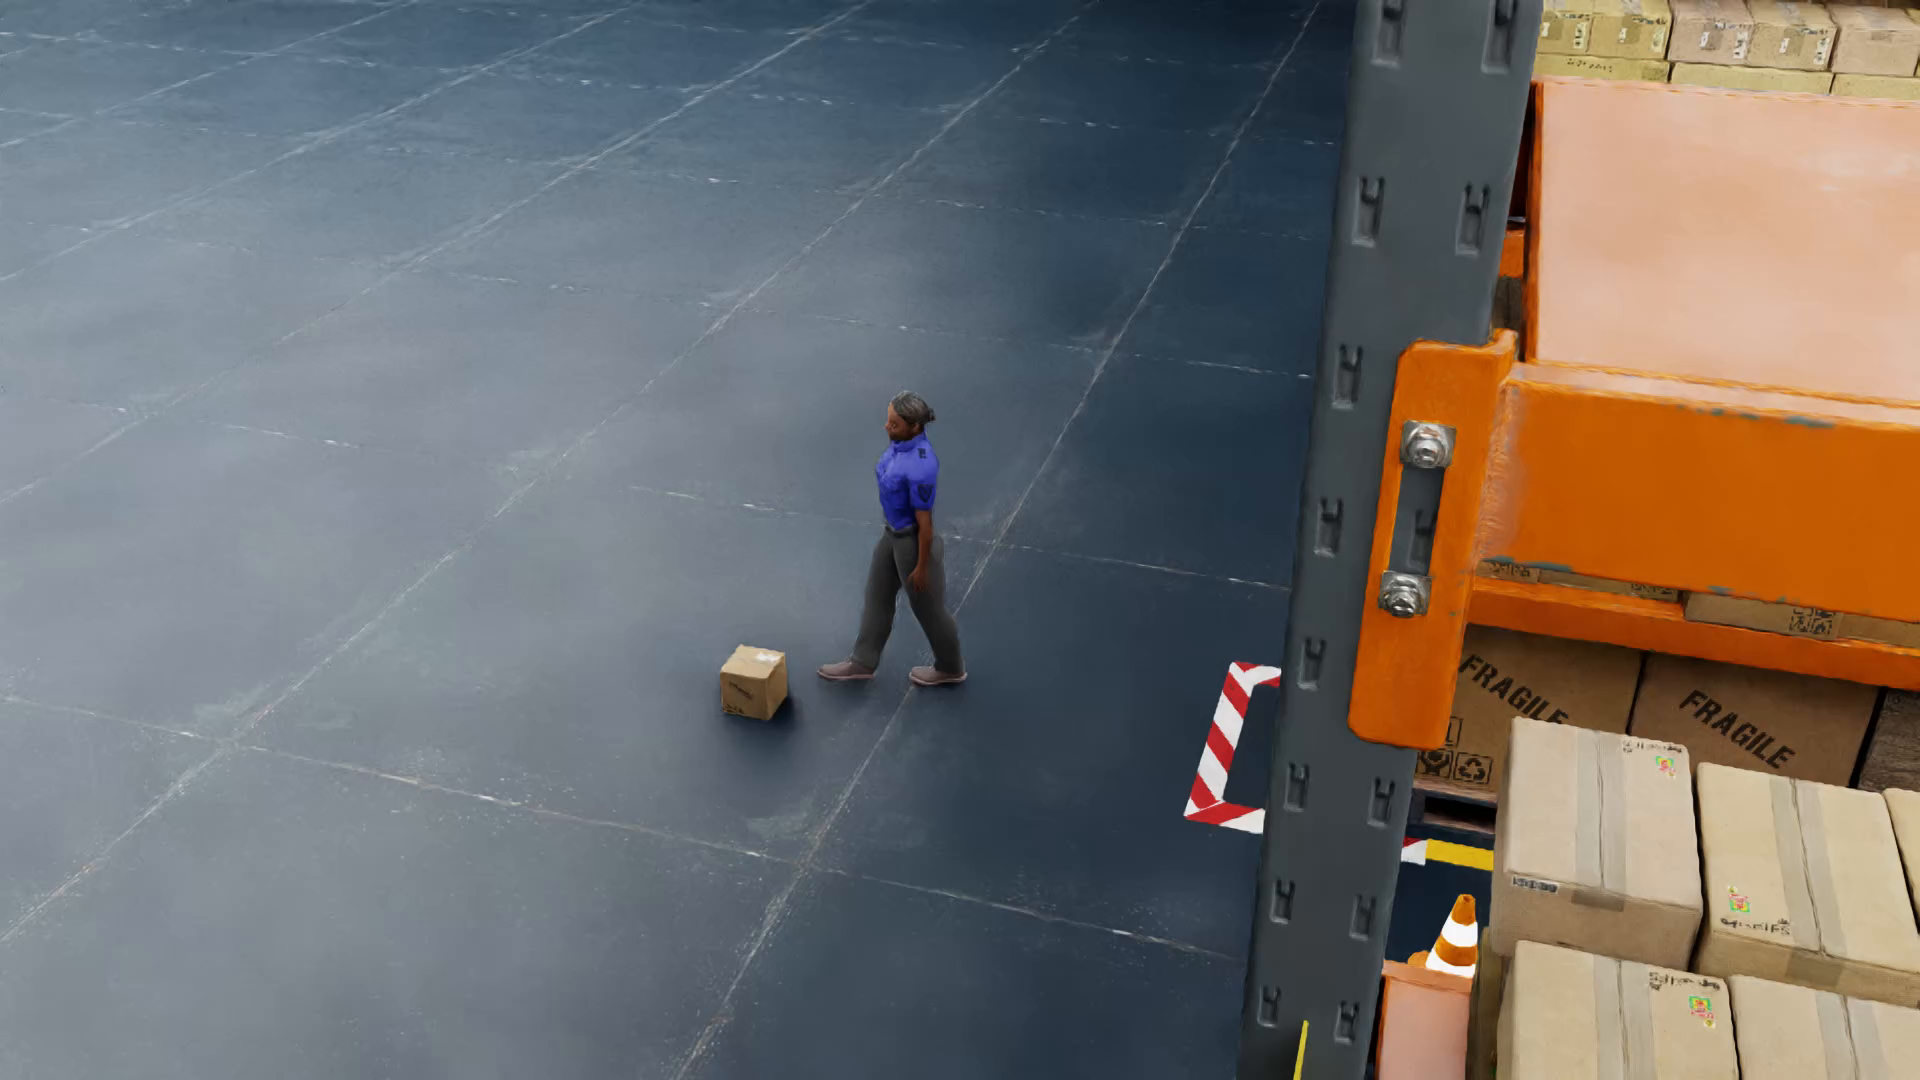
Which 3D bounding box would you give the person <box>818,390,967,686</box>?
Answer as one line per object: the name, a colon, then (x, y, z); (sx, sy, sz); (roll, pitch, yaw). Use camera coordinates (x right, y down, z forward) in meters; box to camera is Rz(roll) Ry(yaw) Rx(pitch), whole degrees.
person: (-0.337, 0.028, 8.078); (0.744, 1.643, 0.465); (-7, 30, -13)
